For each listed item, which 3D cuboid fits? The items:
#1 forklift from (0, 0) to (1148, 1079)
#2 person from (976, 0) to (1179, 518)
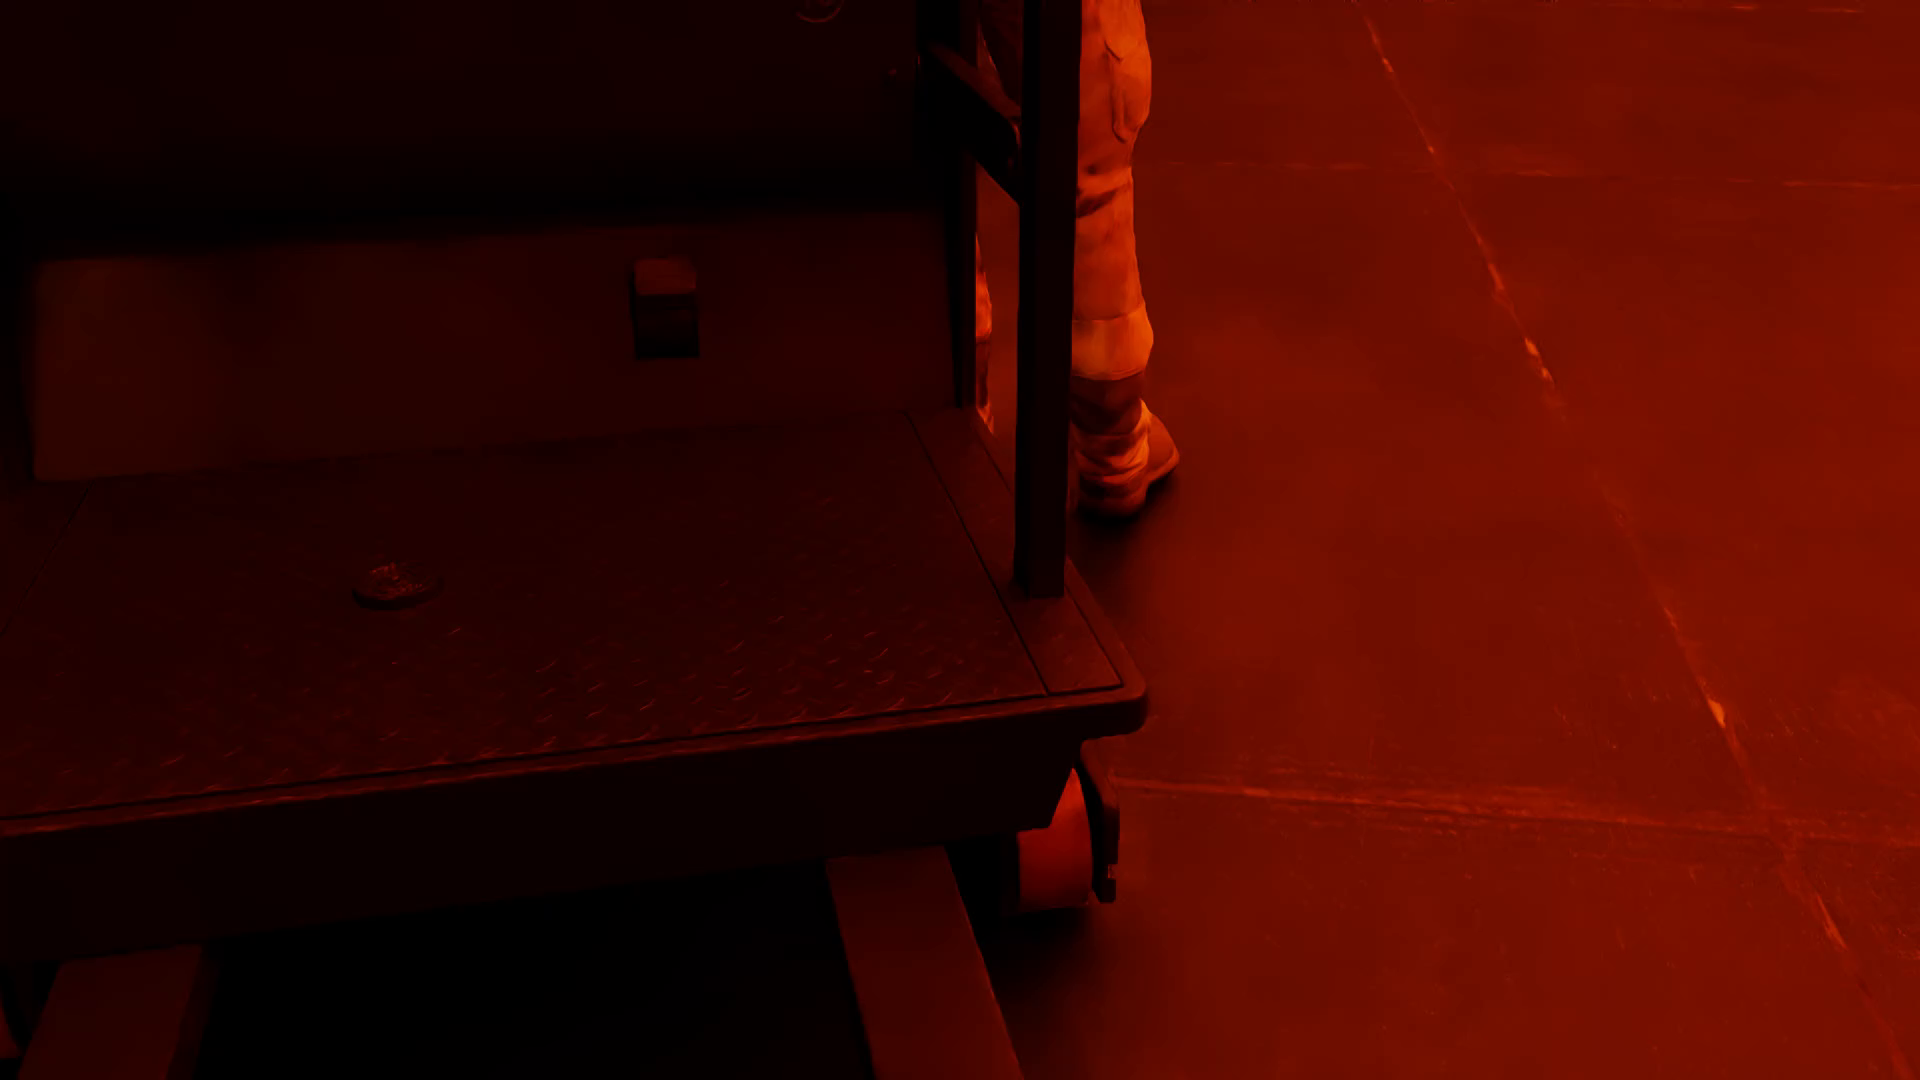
[{"bbox_3d":[-0.465,-1.013,1.248,1.130,2.935,3.031,-6,27,-11],"label":"forklift"},{"bbox_3d":[0.021,-0.842,2.157,0.637,1.781,0.579,3,27,7],"label":"person"}]
